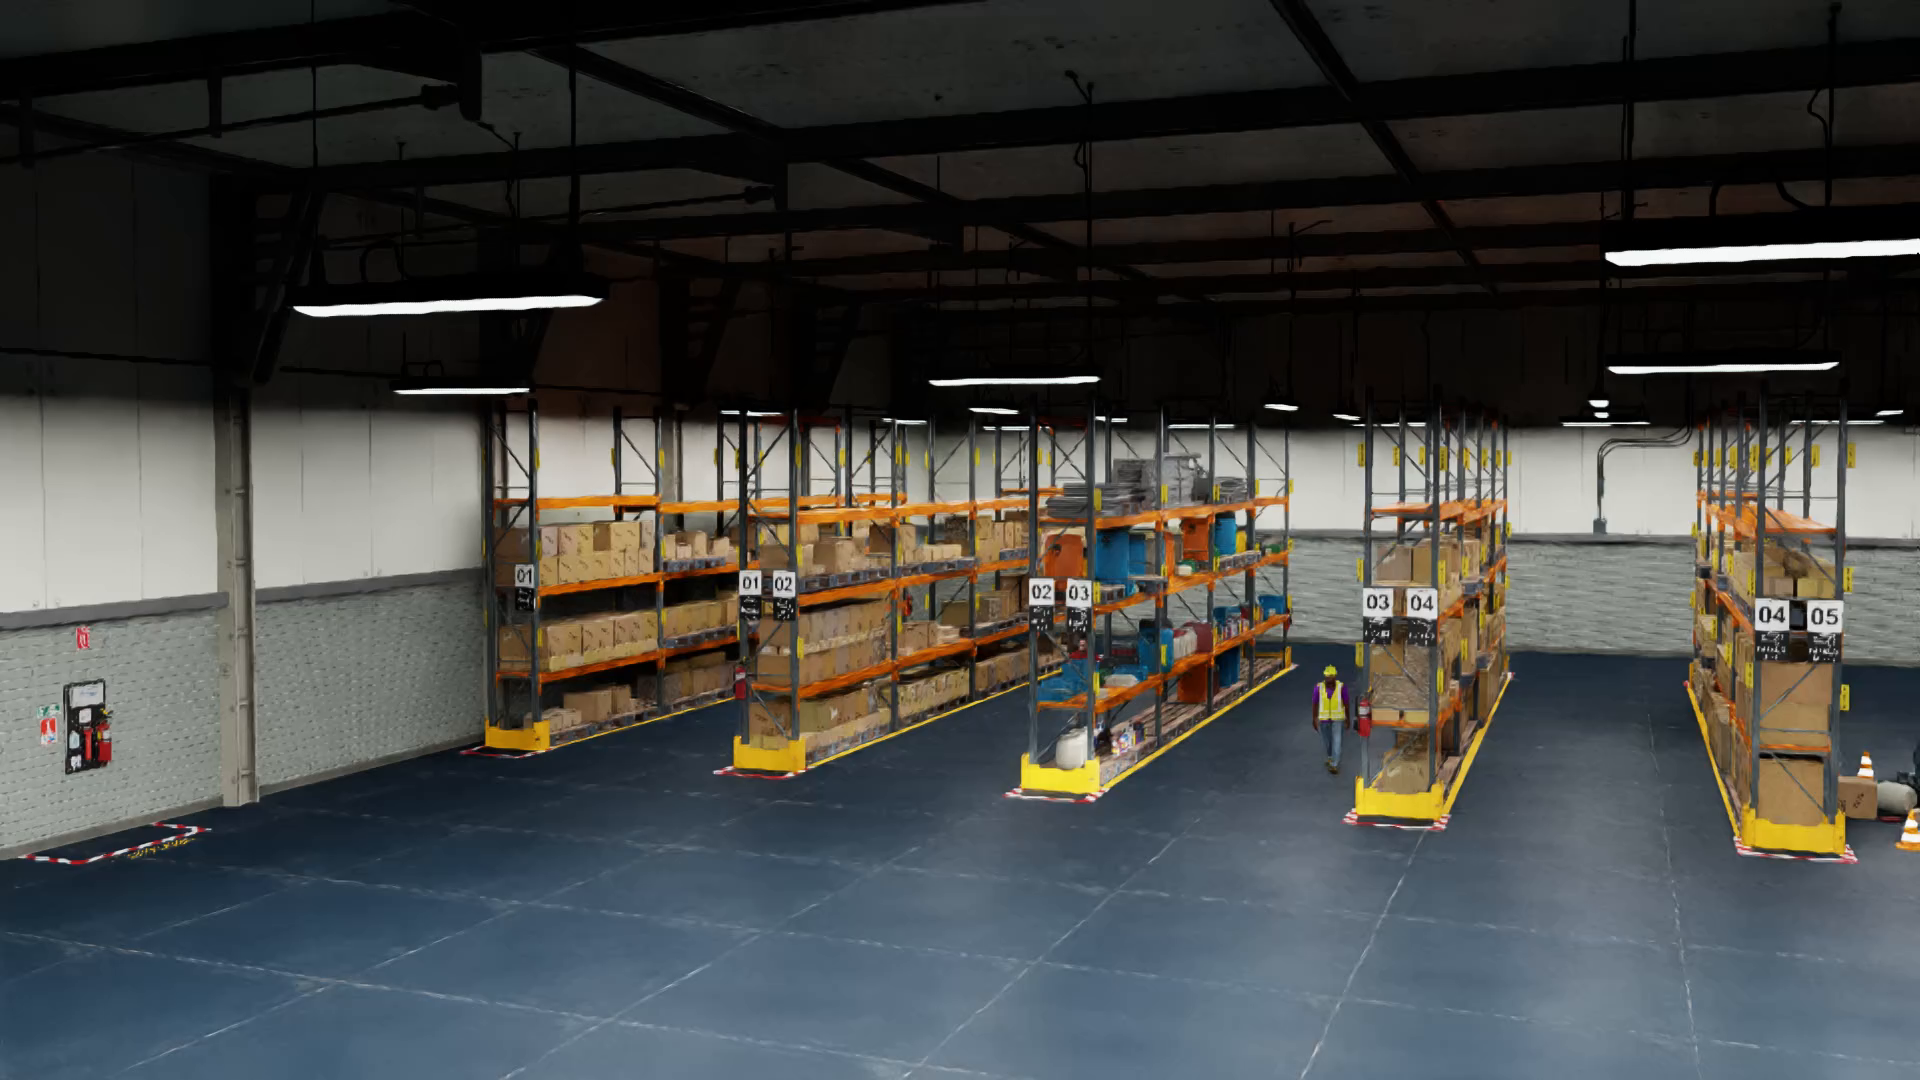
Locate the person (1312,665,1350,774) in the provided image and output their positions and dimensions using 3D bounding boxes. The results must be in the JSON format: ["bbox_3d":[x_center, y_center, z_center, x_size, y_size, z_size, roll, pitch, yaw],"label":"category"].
[{"bbox_3d":[5.905,2.836,26.543,0.577,1.691,1.121,1,3,24],"label":"person"}]

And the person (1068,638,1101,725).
[{"bbox_3d":[2.315,2.645,30.918,0.682,1.675,0.527,1,3,20],"label":"person"}]

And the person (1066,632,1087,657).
[{"bbox_3d":[2.660,2.301,37.296,0.600,1.716,1.111,1,3,20],"label":"person"}]
